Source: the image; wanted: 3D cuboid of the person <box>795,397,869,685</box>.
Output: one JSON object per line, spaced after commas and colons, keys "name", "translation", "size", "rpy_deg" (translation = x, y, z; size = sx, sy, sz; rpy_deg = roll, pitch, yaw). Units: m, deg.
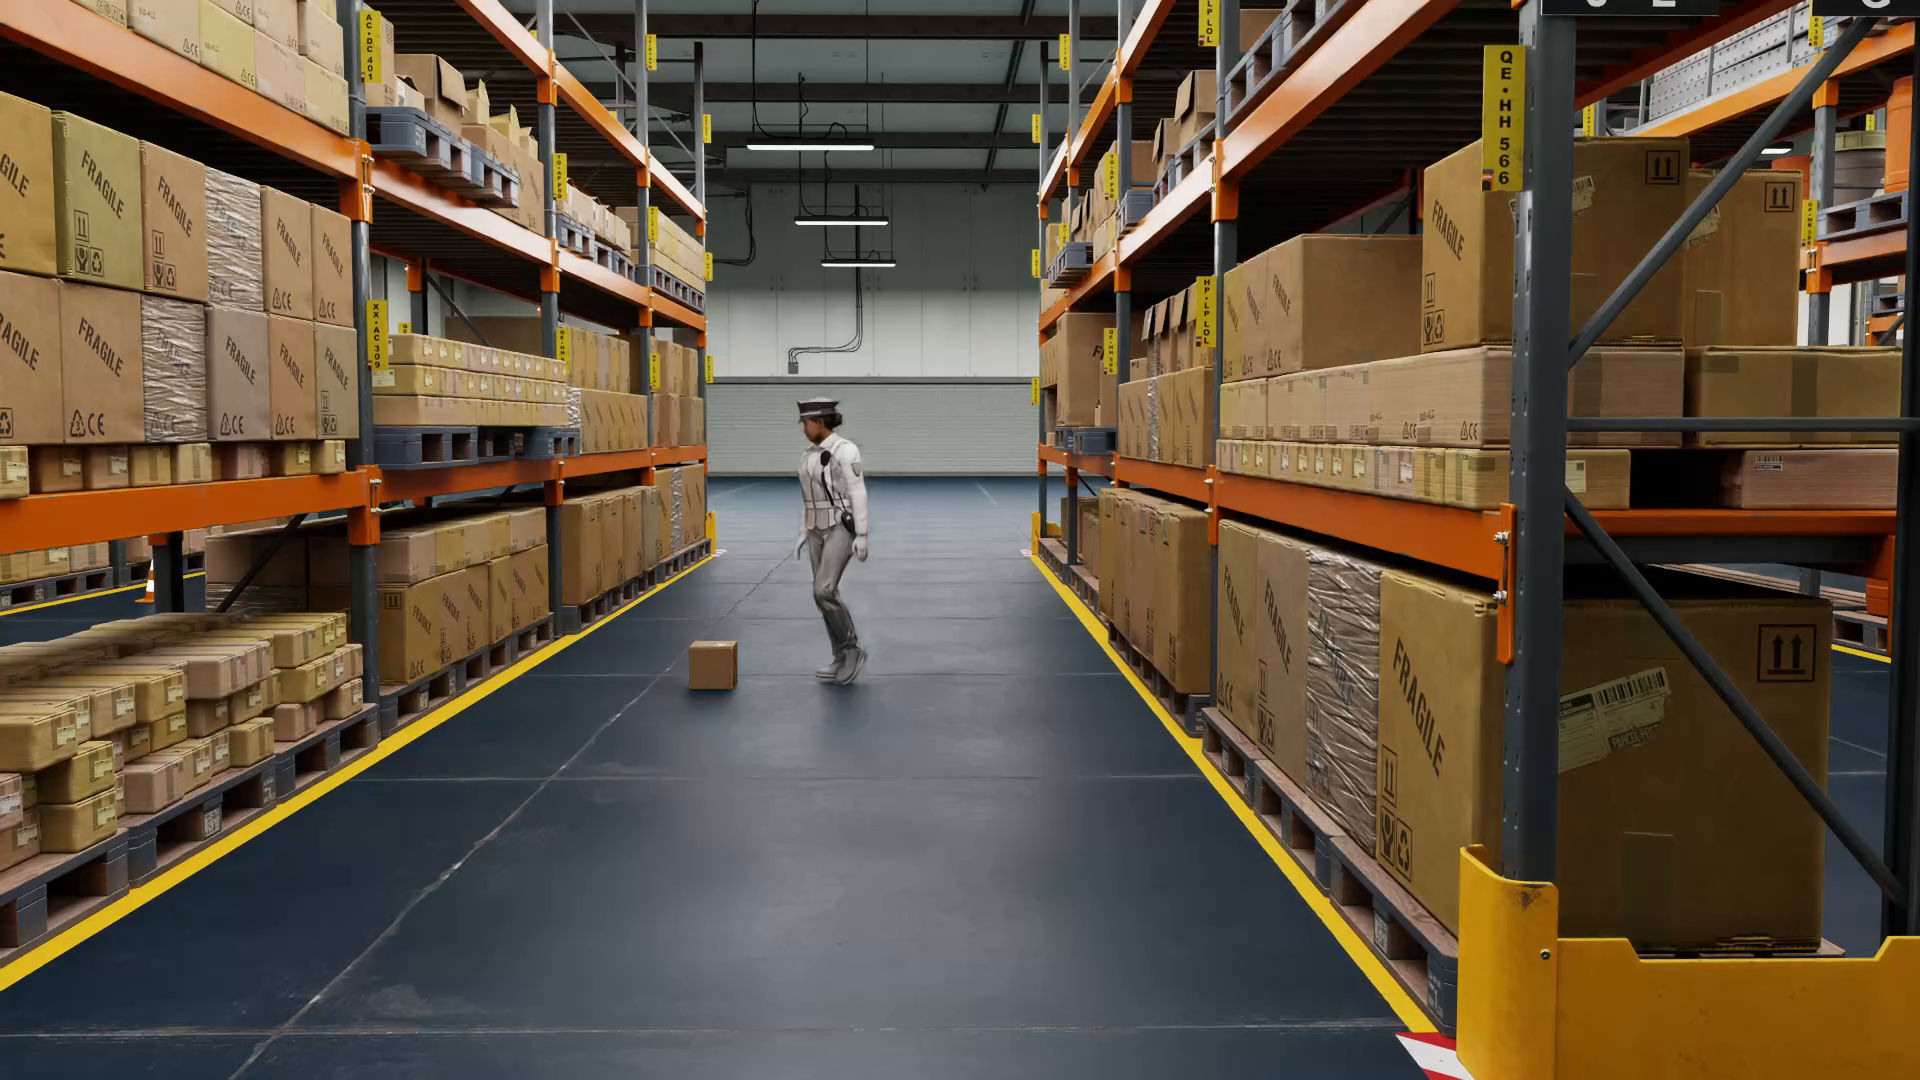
{"name": "person", "translation": [-0.789, 0.004, 9.845], "size": [0.404, 1.695, 0.540], "rpy_deg": [-4, 5, -43]}
